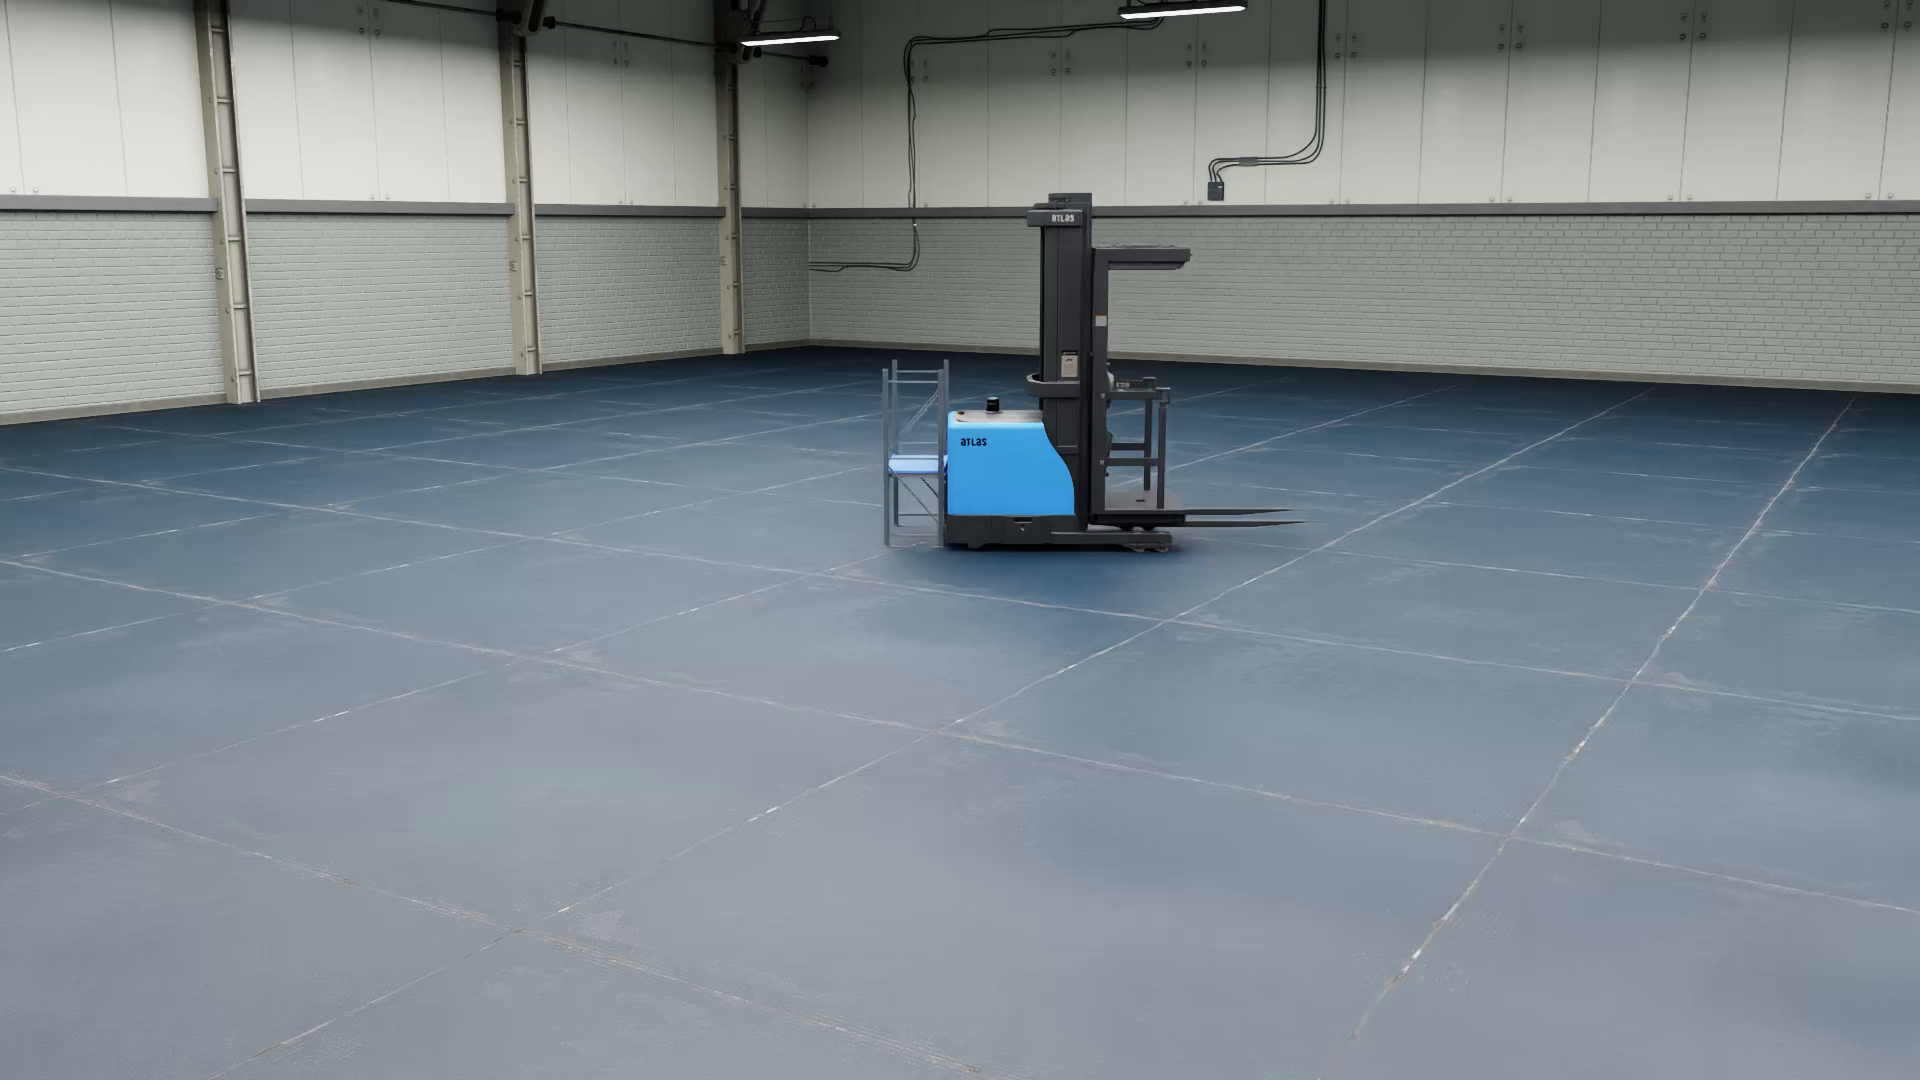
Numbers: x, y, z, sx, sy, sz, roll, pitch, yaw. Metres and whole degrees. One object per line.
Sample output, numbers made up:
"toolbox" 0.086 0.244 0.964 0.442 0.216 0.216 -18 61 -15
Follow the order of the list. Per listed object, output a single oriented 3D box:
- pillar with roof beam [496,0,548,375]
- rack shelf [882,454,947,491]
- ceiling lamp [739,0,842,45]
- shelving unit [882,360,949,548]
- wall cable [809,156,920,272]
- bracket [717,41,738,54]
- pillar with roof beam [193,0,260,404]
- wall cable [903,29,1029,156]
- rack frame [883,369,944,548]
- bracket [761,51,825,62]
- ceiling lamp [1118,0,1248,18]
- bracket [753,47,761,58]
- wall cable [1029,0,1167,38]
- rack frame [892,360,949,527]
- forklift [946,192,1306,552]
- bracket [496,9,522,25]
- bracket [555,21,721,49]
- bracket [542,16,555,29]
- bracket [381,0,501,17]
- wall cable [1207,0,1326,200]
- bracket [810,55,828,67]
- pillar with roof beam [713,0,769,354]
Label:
"pillar with roof beam" -4.322 -7.093 27.804 9.100 9.000 0.548 6 12 31
"rack shelf" -0.369 -0.591 14.428 0.538 0.185 1.000 0 11 2
"ceiling lamp" -2.833 -10.256 28.834 2.000 3.185 0.800 6 12 31
"shelving unit" -0.369 -0.768 14.395 0.538 1.500 1.048 0 11 2
"wall cable" -2.226 -7.259 37.127 3.097 2.526 0.112 6 12 31
"bracket" -4.798 -10.118 34.180 0.235 0.232 0.430 6 12 31
"pillar with roof beam" -7.437 -6.150 22.763 9.100 9.000 0.400 6 12 31
"wall cable" 0.086 -9.483 35.281 3.097 2.526 0.112 6 12 31
"rack frame" -0.389 -0.675 13.896 0.500 1.500 0.032 0 11 2
"bracket" -3.443 -10.529 36.372 0.076 0.066 3.189 6 12 31
"ceiling lamp" 3.483 -9.550 25.063 2.000 3.185 0.800 6 12 31
"bracket" -4.367 -10.249 34.877 0.235 0.232 0.430 6 12 31
"wall cable" 2.731 -11.423 33.284 3.097 2.526 0.112 6 12 31
"rack frame" -0.350 -0.862 14.894 0.500 1.500 0.032 0 11 2
"forklift" 1.397 -1.438 14.083 3.031 2.935 1.130 0 11 0
"bracket" -7.913 -9.175 29.140 0.235 0.232 0.430 6 12 31
"bracket" -6.136 -9.713 32.016 0.076 0.066 4.783 6 12 31
"bracket" -7.482 -9.305 29.837 0.235 0.232 0.430 6 12 31
"bracket" -9.251 -8.770 26.975 0.076 0.066 4.783 6 12 31
"wall cable" 5.879 -9.547 31.670 2.305 6.003 0.169 6 12 31
"bracket" -3.137 -10.622 36.868 0.235 0.232 0.430 6 12 31
"pillar with roof beam" -1.207 -8.037 32.844 9.100 9.000 0.548 6 12 31
